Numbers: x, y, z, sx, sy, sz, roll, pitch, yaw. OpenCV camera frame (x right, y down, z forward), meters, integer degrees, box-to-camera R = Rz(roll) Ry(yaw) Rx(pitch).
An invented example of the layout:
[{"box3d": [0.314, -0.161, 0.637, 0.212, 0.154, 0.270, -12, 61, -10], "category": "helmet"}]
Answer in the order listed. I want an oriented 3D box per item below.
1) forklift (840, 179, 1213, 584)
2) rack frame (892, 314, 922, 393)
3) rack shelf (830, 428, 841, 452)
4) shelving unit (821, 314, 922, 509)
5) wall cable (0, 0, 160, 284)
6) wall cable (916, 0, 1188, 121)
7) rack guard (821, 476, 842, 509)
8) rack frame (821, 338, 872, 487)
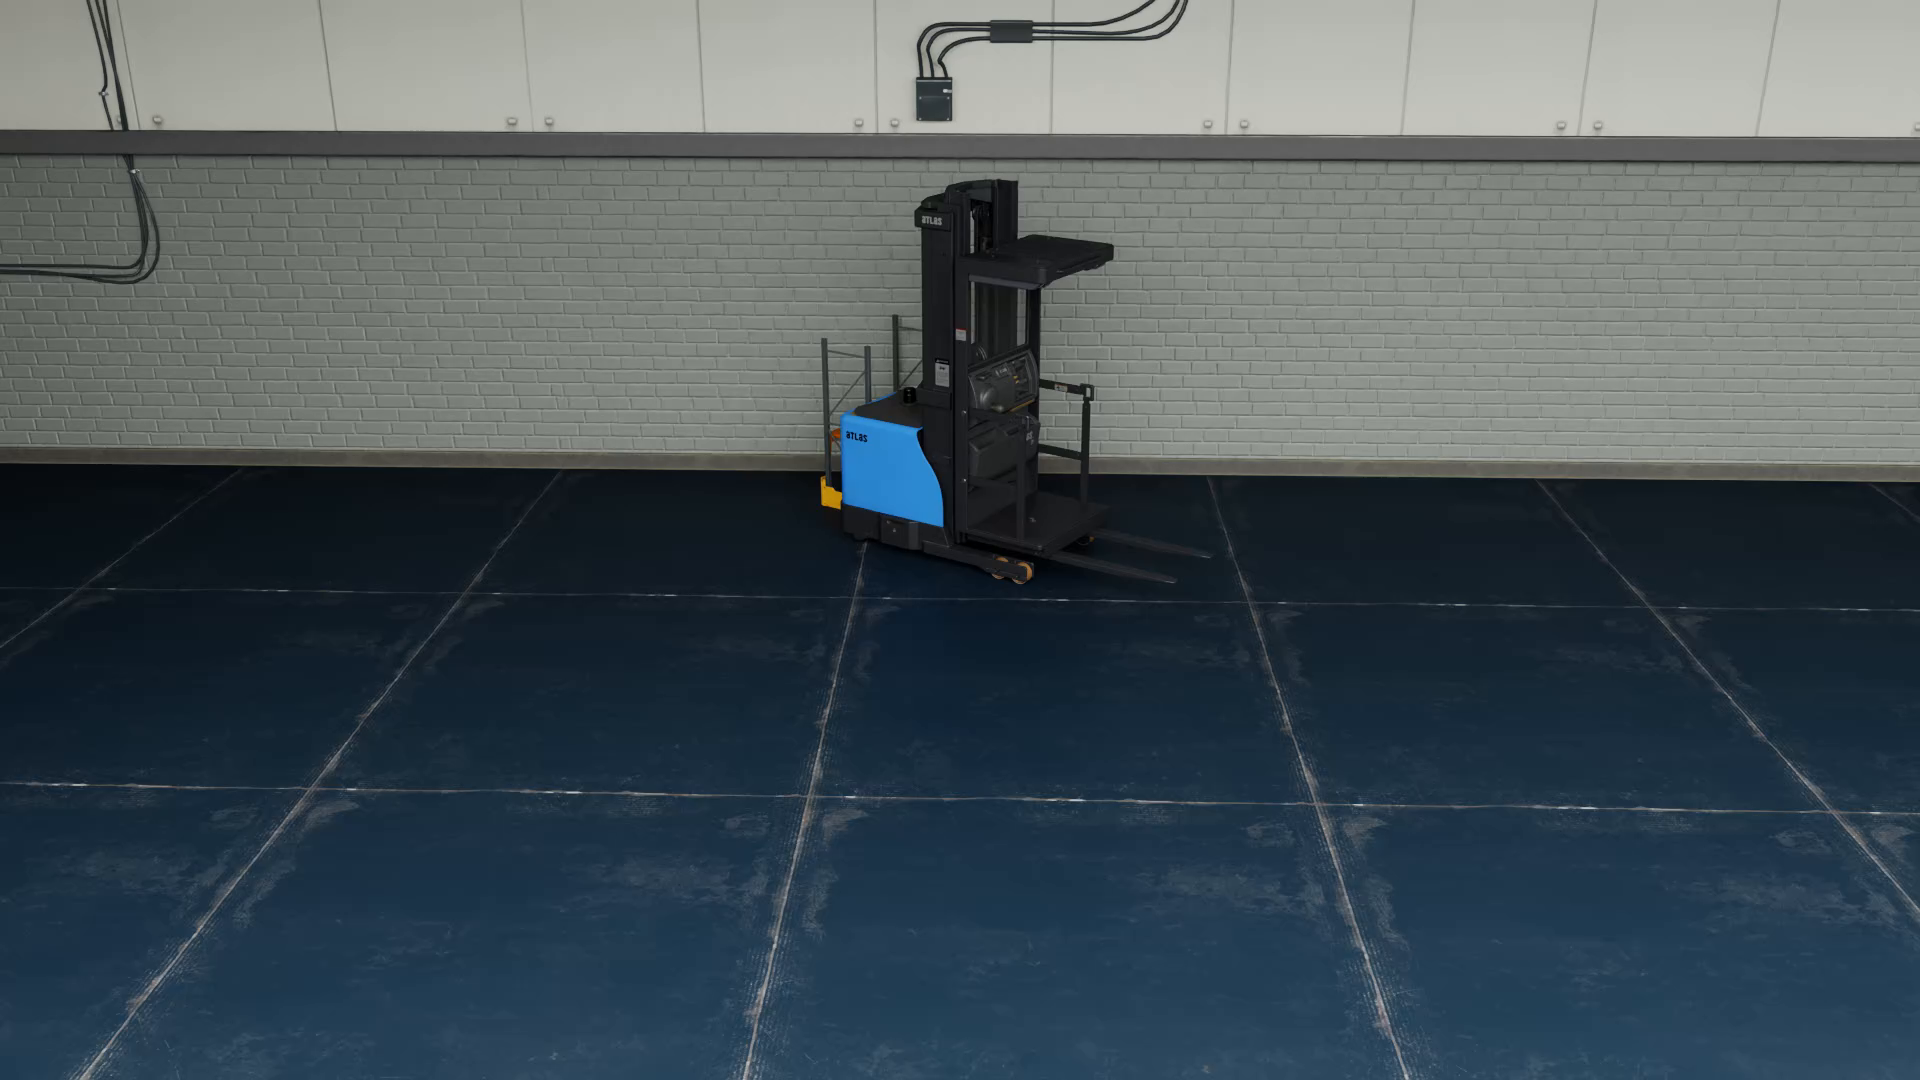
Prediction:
[{"box3d": [0.519, -1.242, 12.972, 3.031, 2.935, 1.130, 13, 25, 31], "category": "forklift"}, {"box3d": [-0.391, -1.267, 15.015, 0.500, 1.500, 0.032, 14, 25, 31], "category": "rack frame"}, {"box3d": [-0.675, -0.947, 14.687, 0.538, 0.185, 1.000, 14, 25, 31], "category": "rack shelf"}, {"box3d": [-0.680, -1.112, 14.615, 0.587, 1.500, 1.083, 14, 25, 31], "category": "shelving unit"}, {"box3d": [-8.708, -3.460, 14.592, 3.097, 2.526, 0.112, 1, 21, 2], "category": "wall cable"}, {"box3d": [0.780, -6.383, 13.132, 2.305, 6.003, 0.169, 1, 21, 2], "category": "wall cable"}, {"box3d": [-0.960, -0.380, 14.457, 0.587, 0.250, 0.087, 14, 25, 31], "category": "rack guard"}, {"box3d": [-0.960, -0.962, 14.230, 0.500, 1.500, 0.032, 14, 25, 31], "category": "rack frame"}]
